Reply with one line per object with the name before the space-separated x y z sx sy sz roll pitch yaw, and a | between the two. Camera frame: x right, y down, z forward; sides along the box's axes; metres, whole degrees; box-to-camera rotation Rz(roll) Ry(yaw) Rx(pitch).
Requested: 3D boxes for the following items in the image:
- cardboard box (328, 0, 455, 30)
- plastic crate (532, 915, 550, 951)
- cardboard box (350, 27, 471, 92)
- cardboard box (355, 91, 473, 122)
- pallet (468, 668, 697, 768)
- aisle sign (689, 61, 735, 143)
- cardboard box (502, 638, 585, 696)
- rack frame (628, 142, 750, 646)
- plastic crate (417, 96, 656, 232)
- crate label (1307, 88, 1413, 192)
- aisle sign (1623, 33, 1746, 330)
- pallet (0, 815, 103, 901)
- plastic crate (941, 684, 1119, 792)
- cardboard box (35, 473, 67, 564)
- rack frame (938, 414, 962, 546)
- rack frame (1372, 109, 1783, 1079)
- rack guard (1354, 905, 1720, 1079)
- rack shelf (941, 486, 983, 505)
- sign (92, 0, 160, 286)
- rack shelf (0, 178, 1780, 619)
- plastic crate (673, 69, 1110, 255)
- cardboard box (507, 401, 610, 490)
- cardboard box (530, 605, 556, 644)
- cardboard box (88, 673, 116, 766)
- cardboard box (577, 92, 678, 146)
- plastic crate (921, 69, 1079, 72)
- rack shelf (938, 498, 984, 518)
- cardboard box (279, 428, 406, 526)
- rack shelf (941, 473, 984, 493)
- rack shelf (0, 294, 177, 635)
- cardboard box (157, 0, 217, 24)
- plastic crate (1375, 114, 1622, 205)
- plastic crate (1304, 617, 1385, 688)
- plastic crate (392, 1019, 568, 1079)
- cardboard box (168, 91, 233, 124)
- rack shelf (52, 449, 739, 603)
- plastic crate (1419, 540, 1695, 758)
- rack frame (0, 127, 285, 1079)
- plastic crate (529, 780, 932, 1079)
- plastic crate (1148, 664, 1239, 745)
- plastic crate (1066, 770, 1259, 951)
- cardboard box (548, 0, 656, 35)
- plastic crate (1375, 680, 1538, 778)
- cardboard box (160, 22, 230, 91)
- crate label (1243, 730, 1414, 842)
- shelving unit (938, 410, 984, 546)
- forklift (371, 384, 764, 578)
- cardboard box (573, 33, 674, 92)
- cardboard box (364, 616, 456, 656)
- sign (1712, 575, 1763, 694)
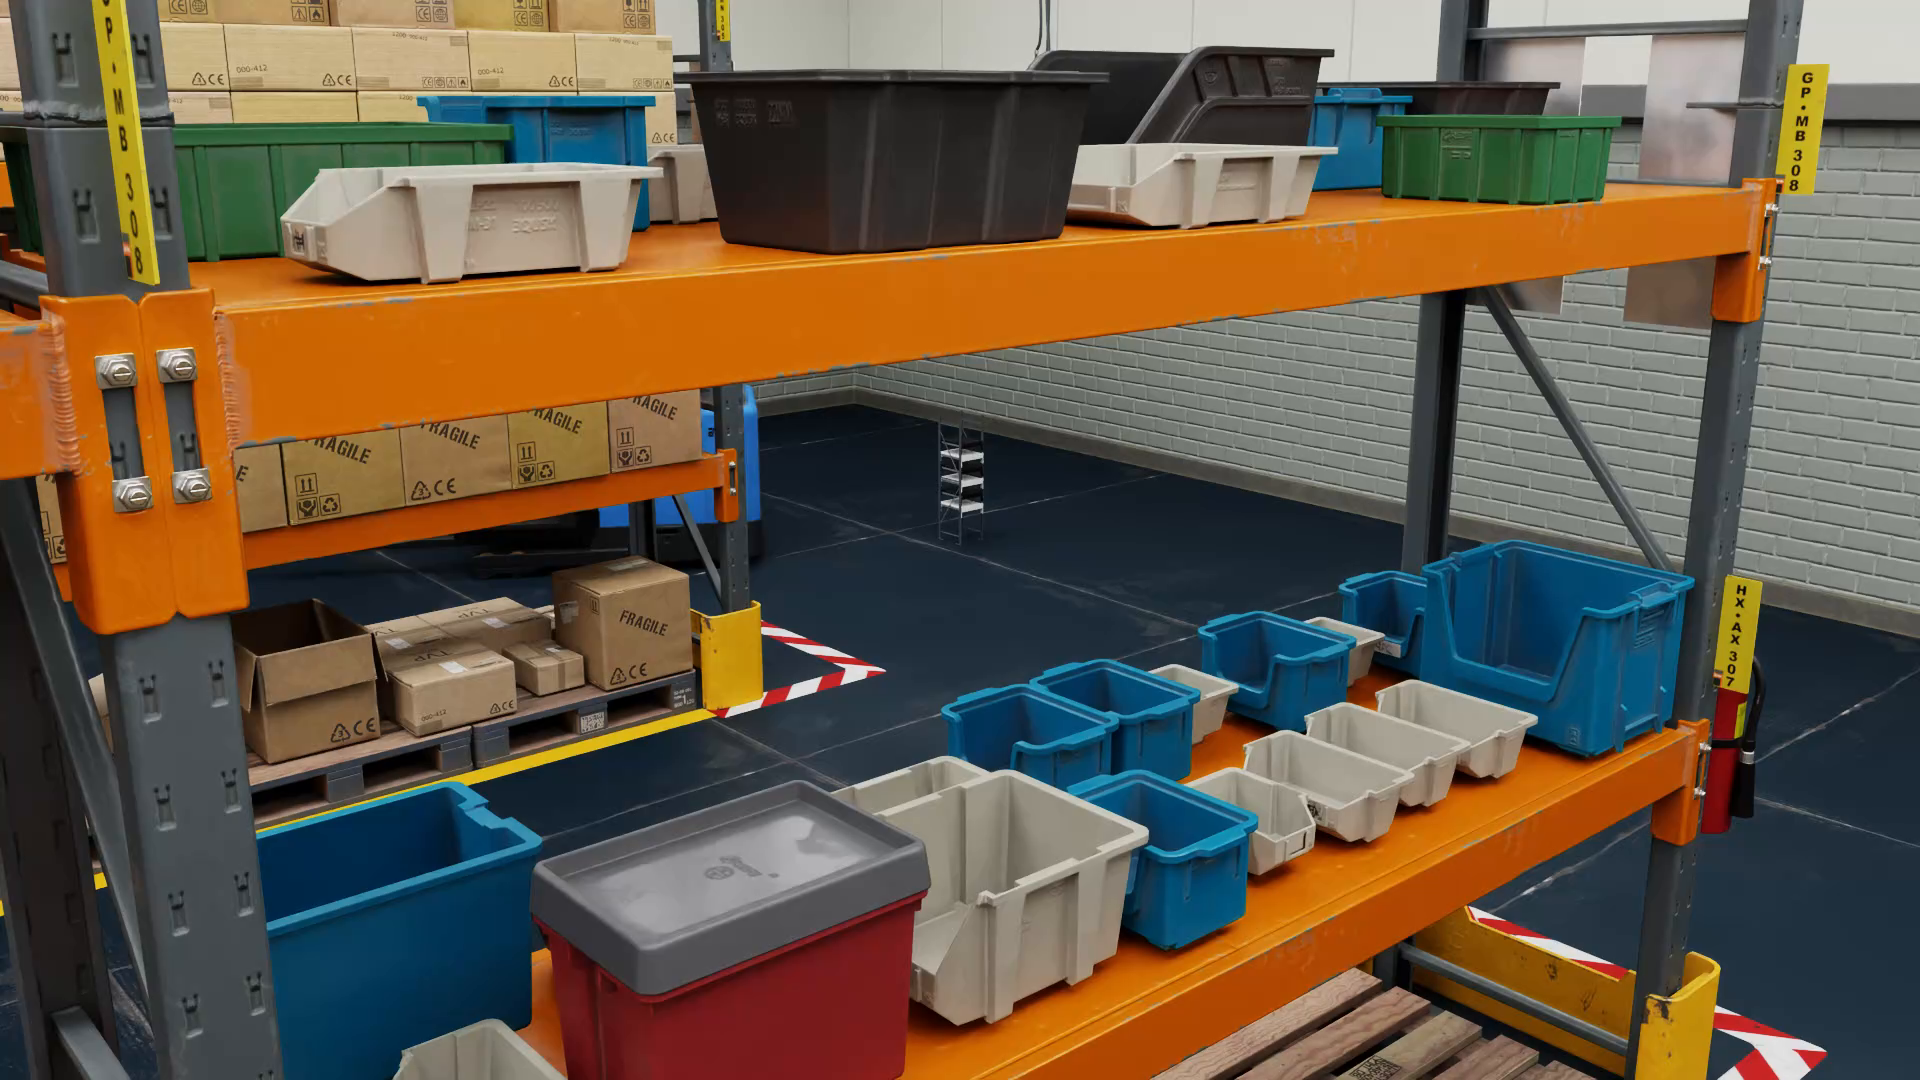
cardboard box | -2.572 -2.444 7.142 0.500 0.500 0.700 -13 19 -39
plastic crate | -0.557 0.778 3.443 0.590 0.125 0.437 -13 19 -39
cardboard box | -2.433 -2.040 7.084 0.500 0.250 0.500 -13 19 -39
cardboard box | -2.423 -1.796 7.138 0.500 0.250 0.500 -13 19 -39
pallet | -2.114 0.768 8.465 1.213 0.211 1.003 -13 19 -39
aisle sign | -1.203 -1.935 8.144 0.004 0.787 0.394 -13 19 -39
cardboard box | -2.069 0.620 8.253 0.250 0.166 0.380 -13 19 -39
rack frame | -1.456 -0.727 8.659 0.127 3.000 1.000 -13 19 -39
plastic crate | -0.747 -0.669 2.955 0.300 0.233 0.416 -13 19 -39
crate label | 0.885 -1.046 4.329 0.502 0.251 0.408 -13 19 -39
aisle sign | 2.039 -0.973 4.543 0.004 0.787 0.394 -13 19 -39
pallet | -3.955 1.182 6.917 1.213 0.211 1.003 -13 19 -39
plastic crate | 0.171 0.541 4.119 0.300 0.233 0.416 -13 19 -39
cardboard box | -3.526 -0.218 6.561 0.500 0.500 0.500 -12 19 -38
rack frame | -0.071 -0.419 11.575 0.006 0.900 0.240 -13 19 -39
rack frame | 1.793 0.238 5.047 0.127 3.000 1.000 -13 19 -39
rack guard | 1.802 1.439 5.394 0.348 0.500 1.175 -13 19 -39
rack shelf | 0.006 -0.317 11.671 0.200 0.077 0.258 -13 19 -39
sign | -0.865 -0.431 1.720 0.005 0.325 0.100 -13 19 -39
rack shelf | 0.284 -0.525 3.484 4.000 0.370 1.077 -13 19 -39
plastic crate | -0.108 -0.628 2.728 0.590 0.269 0.497 -13 19 -39
cardboard box | -2.004 -0.558 7.832 0.500 0.500 0.500 -12 19 -39
cardboard box | -2.186 0.476 8.795 0.250 0.166 0.380 -13 19 -39
cardboard box | -3.664 0.758 7.456 0.500 0.311 0.500 -13 19 -39
cardboard box | -1.670 -1.965 7.774 0.500 0.250 0.500 -13 19 -39
plastic crate | -0.082 -0.839 3.494 0.530 0.282 0.437 -13 19 -39
rack shelf | 0.006 -0.230 11.694 0.200 0.077 0.258 -13 19 -39
cardboard box | -2.764 -0.389 7.201 0.500 0.500 0.500 -13 20 -40
rack shelf | 0.006 -0.404 11.648 0.200 0.077 0.258 -13 19 -39
rack shelf | -2.733 0.153 0.947 4.000 0.370 1.077 -13 19 -39
cardboard box | -3.288 -2.263 6.465 0.500 0.500 0.700 -13 19 -39
plastic crate | 1.236 -0.886 3.853 0.336 0.188 0.450 -13 19 -39
plastic crate | 1.094 0.352 5.013 0.298 0.136 0.250 -13 19 -39
plastic crate | -0.780 0.963 2.727 0.243 0.136 0.396 -13 19 -39
cardboard box | -3.186 -1.629 6.513 0.500 0.250 0.500 -13 19 -39
rack shelf | -2.965 -0.041 7.484 4.000 0.370 1.077 -13 19 -39
plastic crate | 1.663 0.285 4.686 0.499 0.435 0.616 -13 19 -39
rack frame | -1.225 0.916 2.510 0.127 3.000 1.000 -13 19 -39
plastic crate | -0.387 0.753 2.877 0.583 0.464 0.402 -13 19 -39
plastic crate | 0.582 0.467 4.583 0.298 0.136 0.250 -13 19 -39
plastic crate | 0.412 0.688 3.571 0.300 0.233 0.416 -13 19 -39
cardboard box | -1.833 -2.617 7.793 0.500 0.500 0.700 -13 19 -39
plastic crate | 1.296 0.510 4.424 0.243 0.136 0.396 -13 19 -39
cardboard box | -3.183 -1.869 6.445 0.500 0.250 0.500 -13 19 -39
crate label | 0.874 0.608 4.056 0.243 0.136 0.396 -13 19 -39
shelving unit | 0.006 -0.436 11.639 0.210 0.900 0.258 -13 19 -39
forklift | -2.878 -1.312 10.983 3.031 2.935 1.130 -2 15 -8
cardboard box | -1.676 -2.209 7.715 0.500 0.250 0.500 -13 19 -39
cardboard box | -2.807 0.595 8.185 0.500 0.250 0.500 -13 19 -39
sign | 2.166 0.263 4.635 0.005 0.325 0.100 -13 19 -39
